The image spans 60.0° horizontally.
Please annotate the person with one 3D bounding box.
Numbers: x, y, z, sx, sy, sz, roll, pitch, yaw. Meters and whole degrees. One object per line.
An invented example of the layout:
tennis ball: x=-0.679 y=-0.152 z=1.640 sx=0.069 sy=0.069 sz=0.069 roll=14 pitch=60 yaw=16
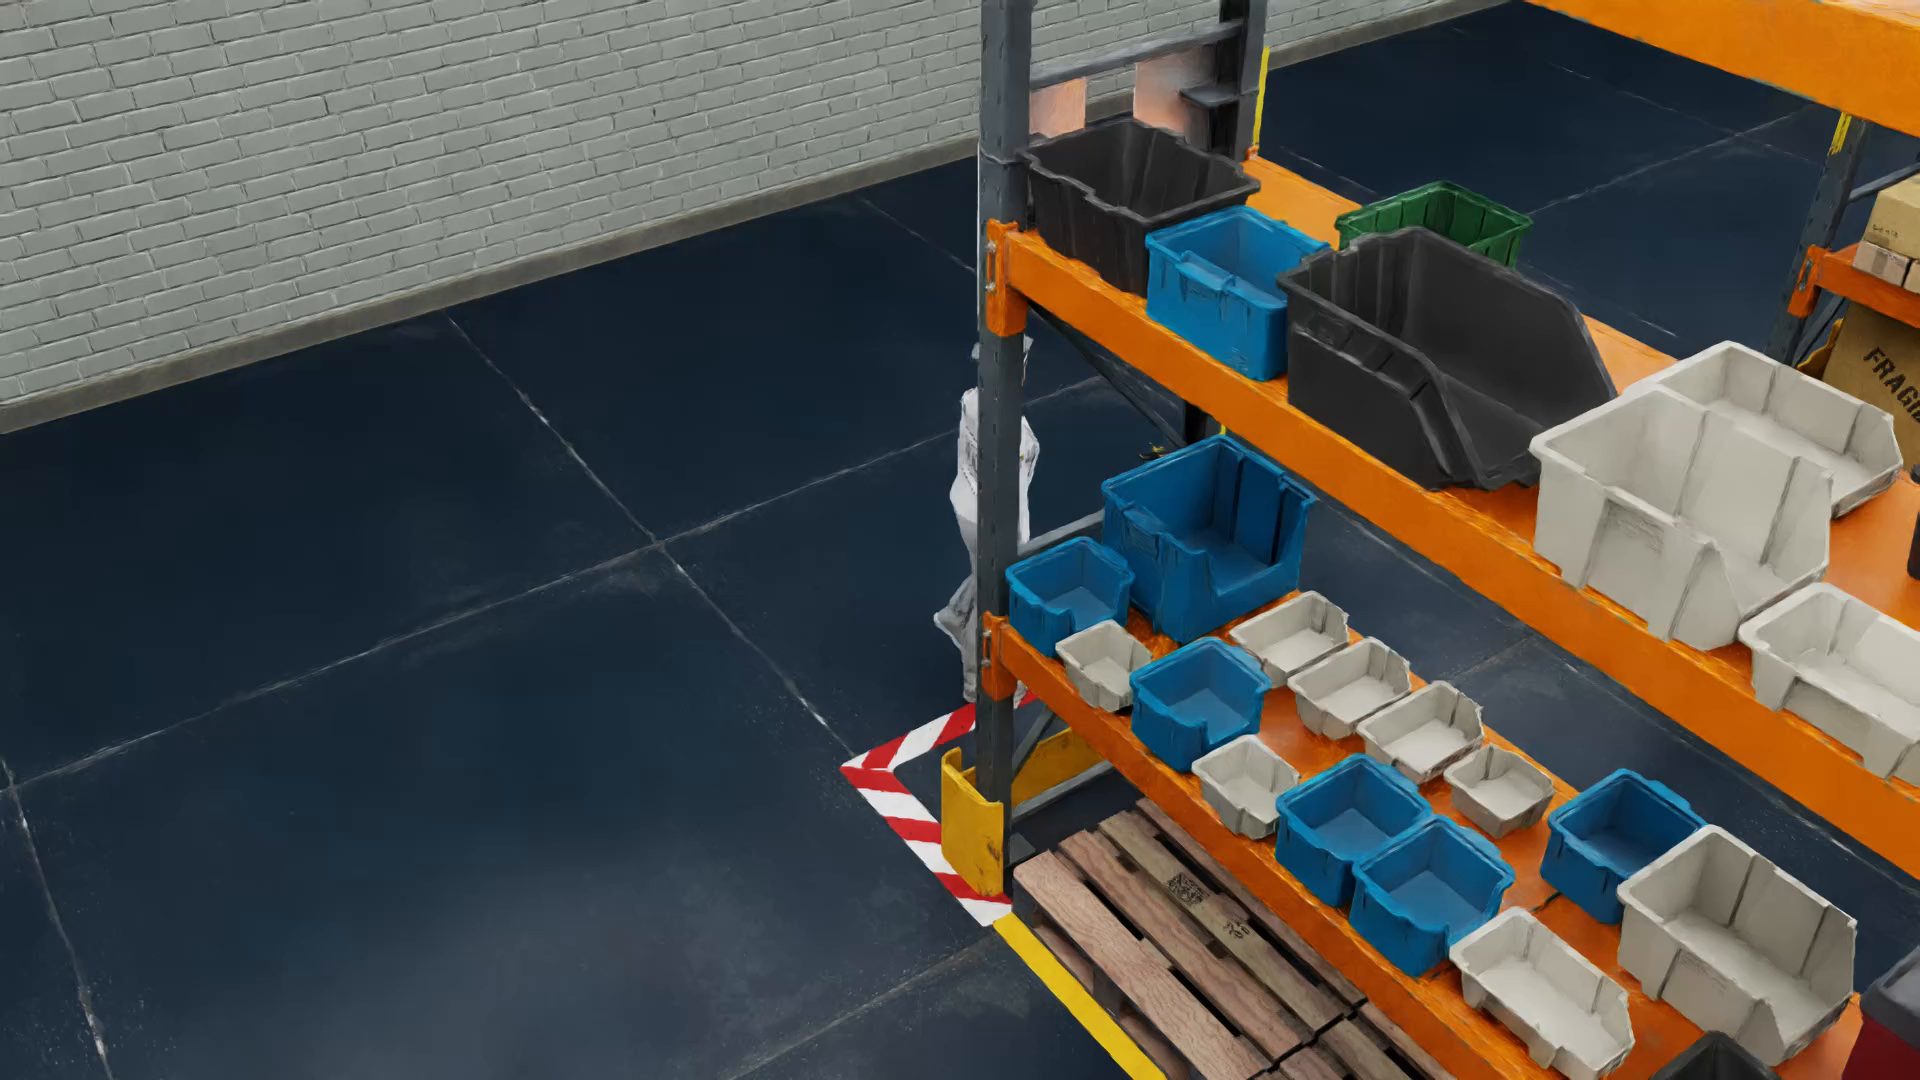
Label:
person: x=0.129 y=-0.085 z=7.116 sx=0.452 sy=1.636 sz=0.583 roll=-8 pitch=37 yaw=-11
